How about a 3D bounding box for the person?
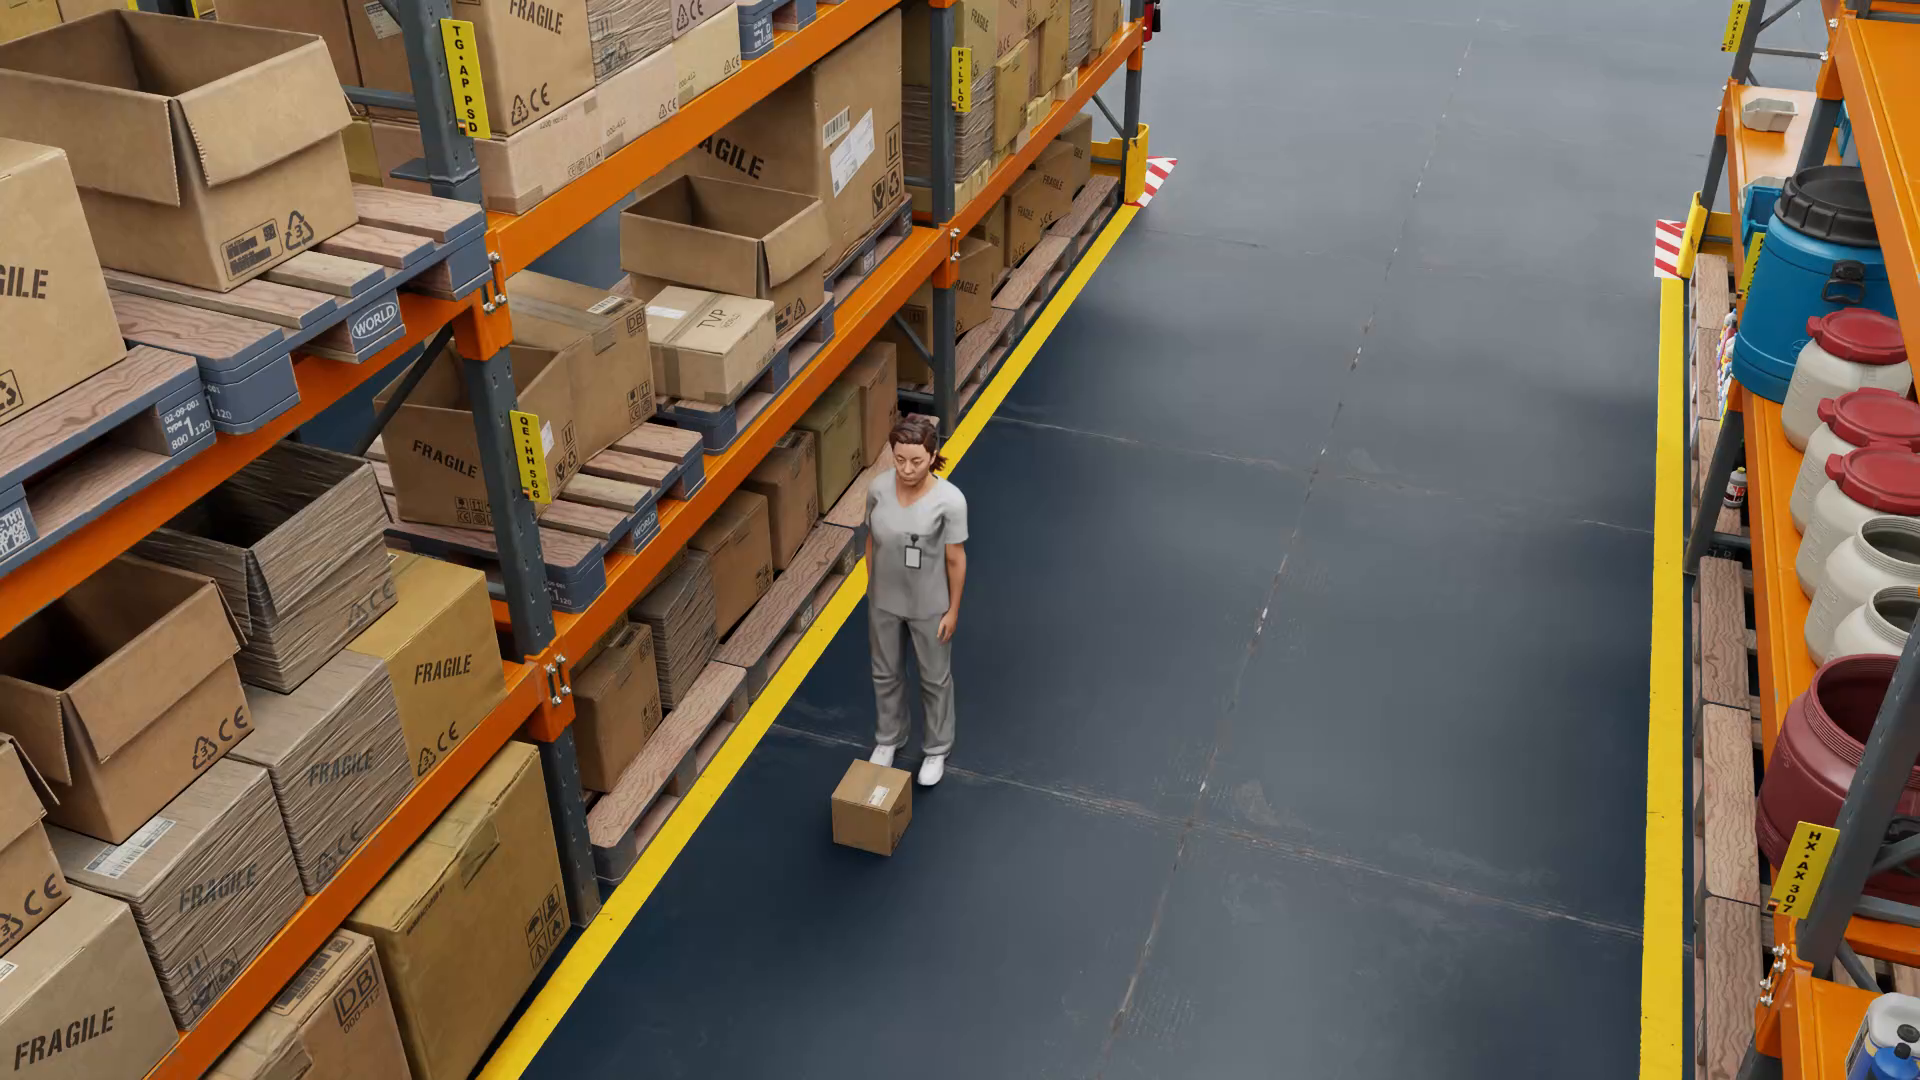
[{"bbox_3d":[-0.185,0.262,6.768,0.437,1.654,0.351,12,35,18],"label":"person"}]
